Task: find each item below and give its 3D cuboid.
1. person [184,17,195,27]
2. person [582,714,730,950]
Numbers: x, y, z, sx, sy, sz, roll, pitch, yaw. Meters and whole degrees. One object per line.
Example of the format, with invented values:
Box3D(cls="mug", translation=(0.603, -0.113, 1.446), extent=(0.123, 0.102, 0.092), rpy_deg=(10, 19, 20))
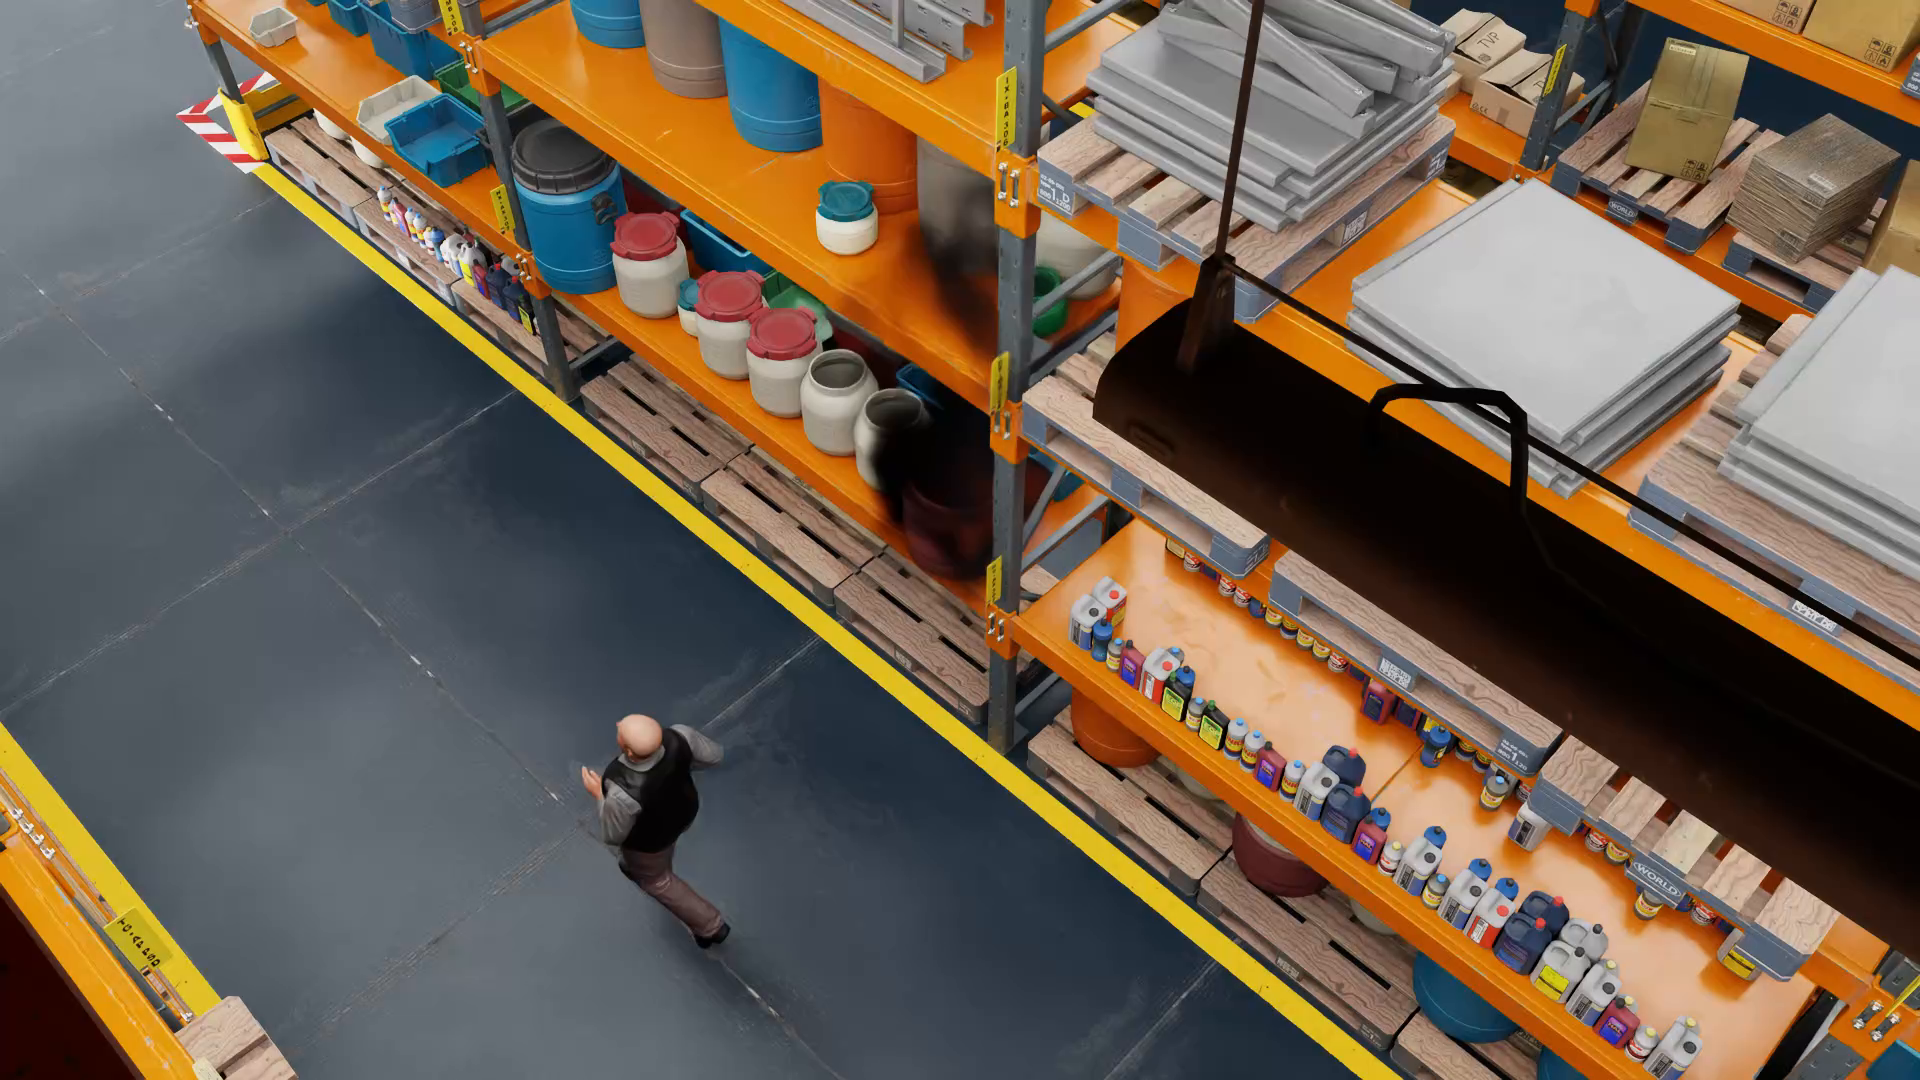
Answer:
Box3D(cls="person", translation=(-6.054, -4.757, 13.338), extent=(0.918, 1.579, 0.577), rpy_deg=(-4, 50, -3))
Box3D(cls="person", translation=(-1.428, 1.309, 7.817), extent=(0.796, 1.722, 0.670), rpy_deg=(26, 55, 20))
